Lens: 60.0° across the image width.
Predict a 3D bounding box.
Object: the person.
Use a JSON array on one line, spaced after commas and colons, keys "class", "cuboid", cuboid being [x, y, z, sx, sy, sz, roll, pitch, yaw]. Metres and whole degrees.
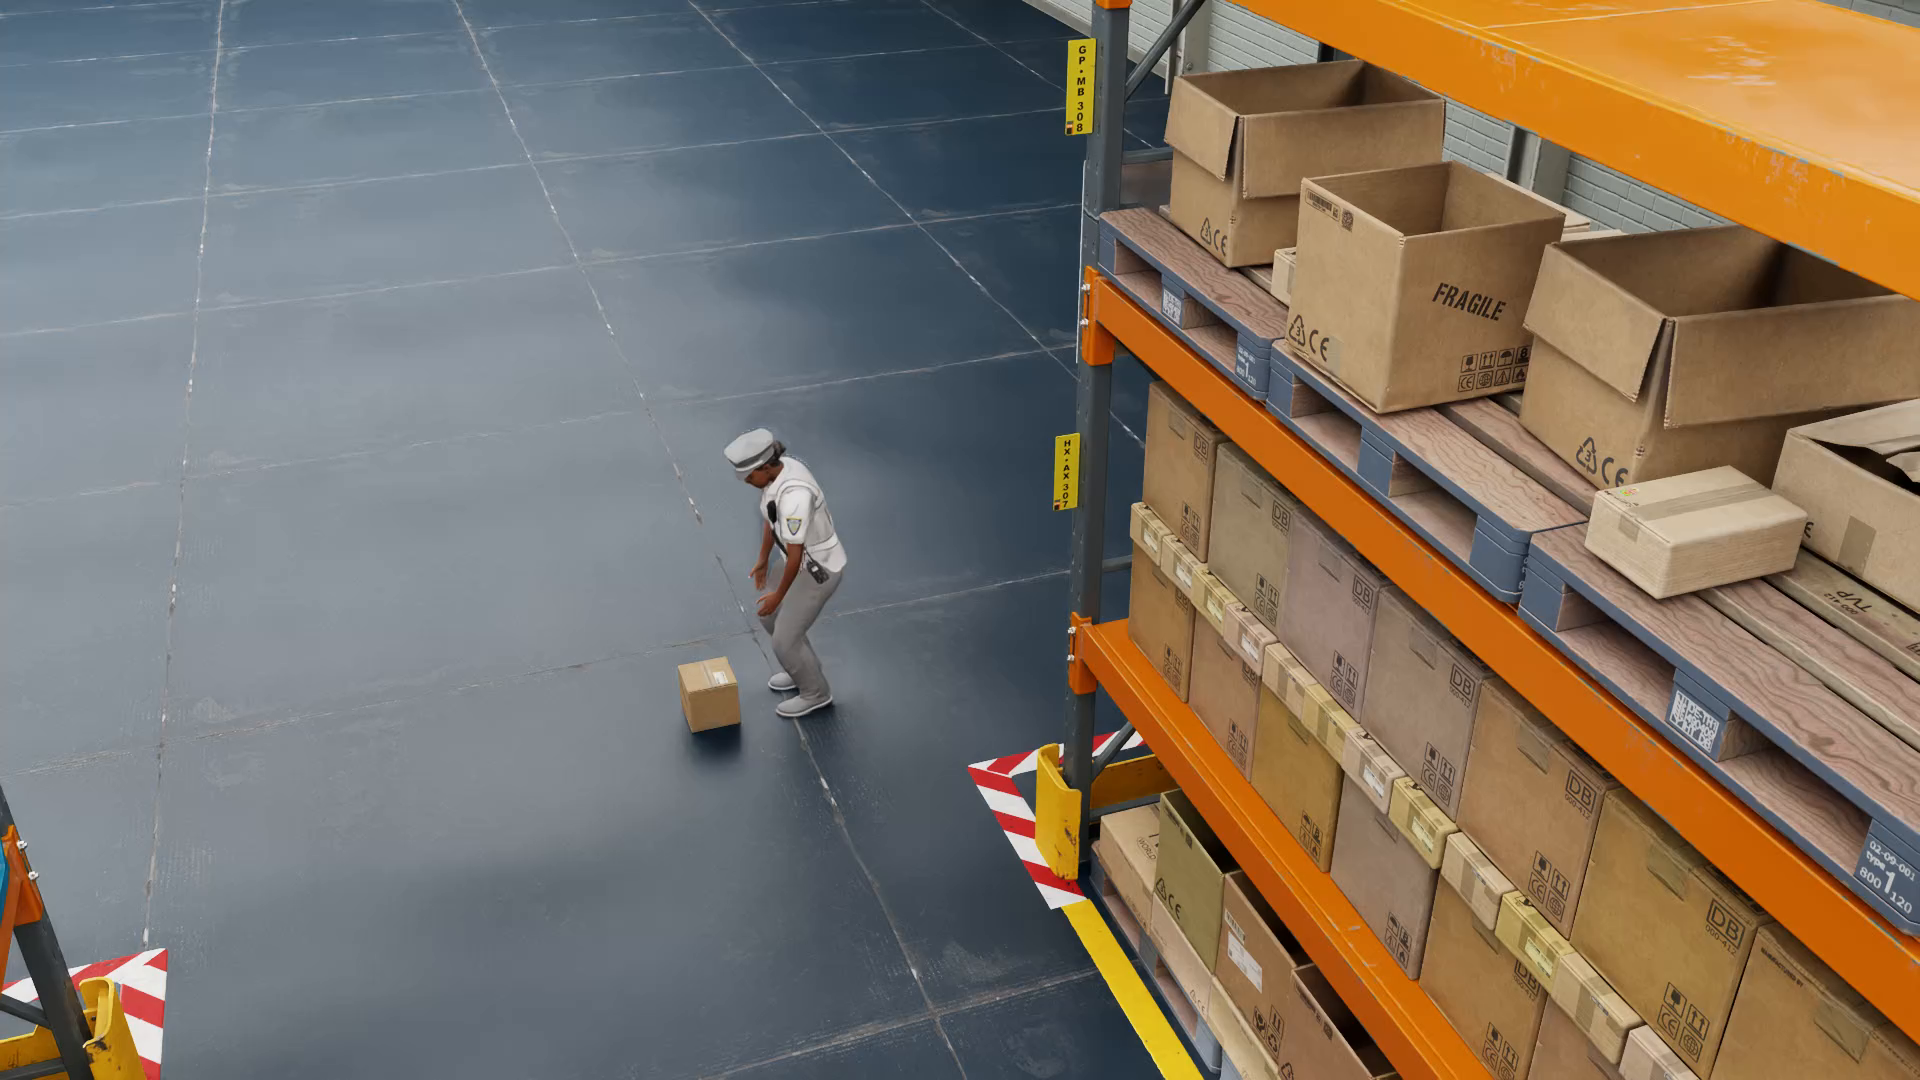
[{"class": "person", "cuboid": [-0.836, 0.159, 8.193, 0.563, 1.546, 0.480, -10, 31, -17]}]
